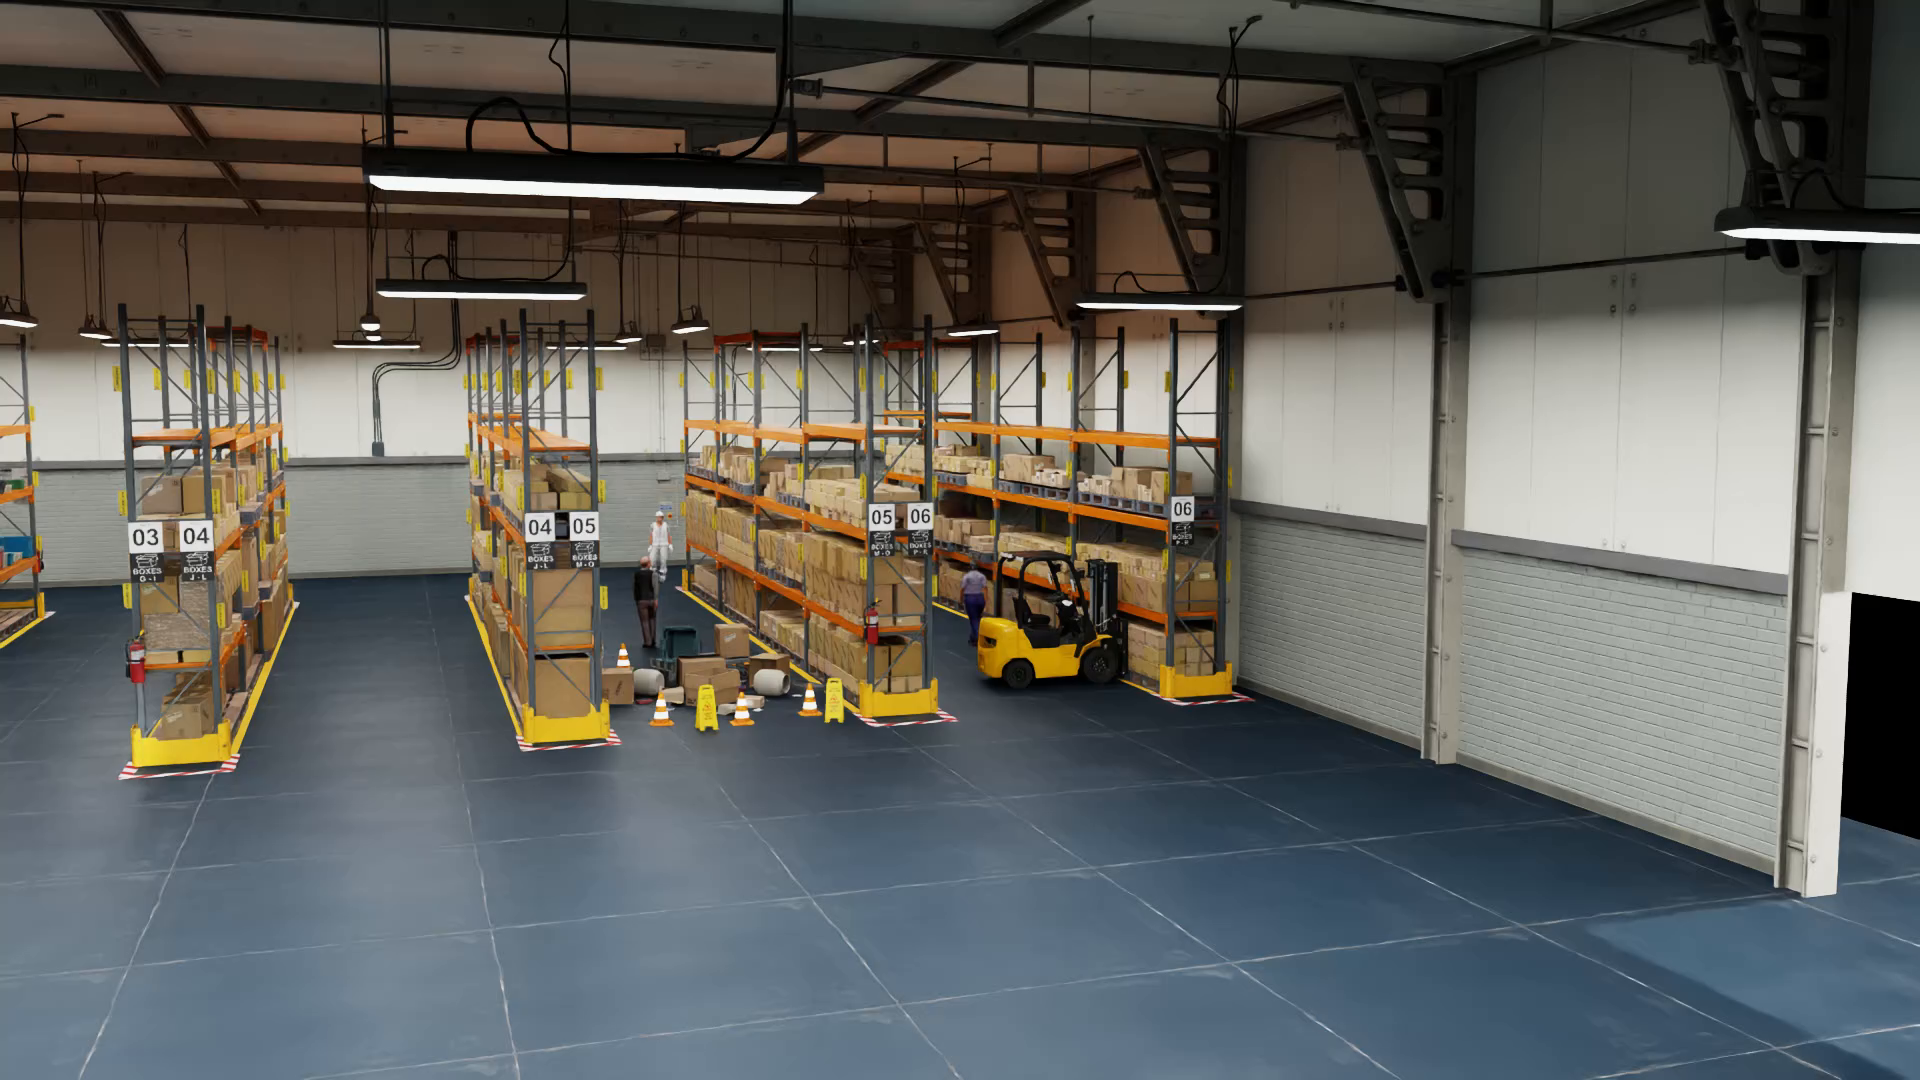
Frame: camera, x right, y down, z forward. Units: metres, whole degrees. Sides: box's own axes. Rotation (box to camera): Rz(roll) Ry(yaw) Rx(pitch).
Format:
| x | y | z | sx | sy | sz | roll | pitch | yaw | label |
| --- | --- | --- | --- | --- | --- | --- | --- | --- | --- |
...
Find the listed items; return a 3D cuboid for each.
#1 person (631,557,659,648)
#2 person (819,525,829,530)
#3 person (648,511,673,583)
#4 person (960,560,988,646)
| x | y | z | sx | sy | sz | roll | pitch | yaw | label |
| --- | --- | --- | --- | --- | --- | --- | --- | --- | --- |
| -5.901 | 1.184 | 31.205 | 0.475 | 1.750 | 0.689 | -2 | 6 | -24 | person |
| -2.994 | 0.499 | 36.001 | 0.579 | 1.710 | 0.764 | 0 | 5 | -2 | person |
| -7.507 | 0.205 | 41.638 | 0.598 | 1.854 | 0.419 | 0 | 5 | -2 | person |
| 0.223 | 1.194 | 31.452 | 0.470 | 1.646 | 0.822 | -3 | 6 | -30 | person |
